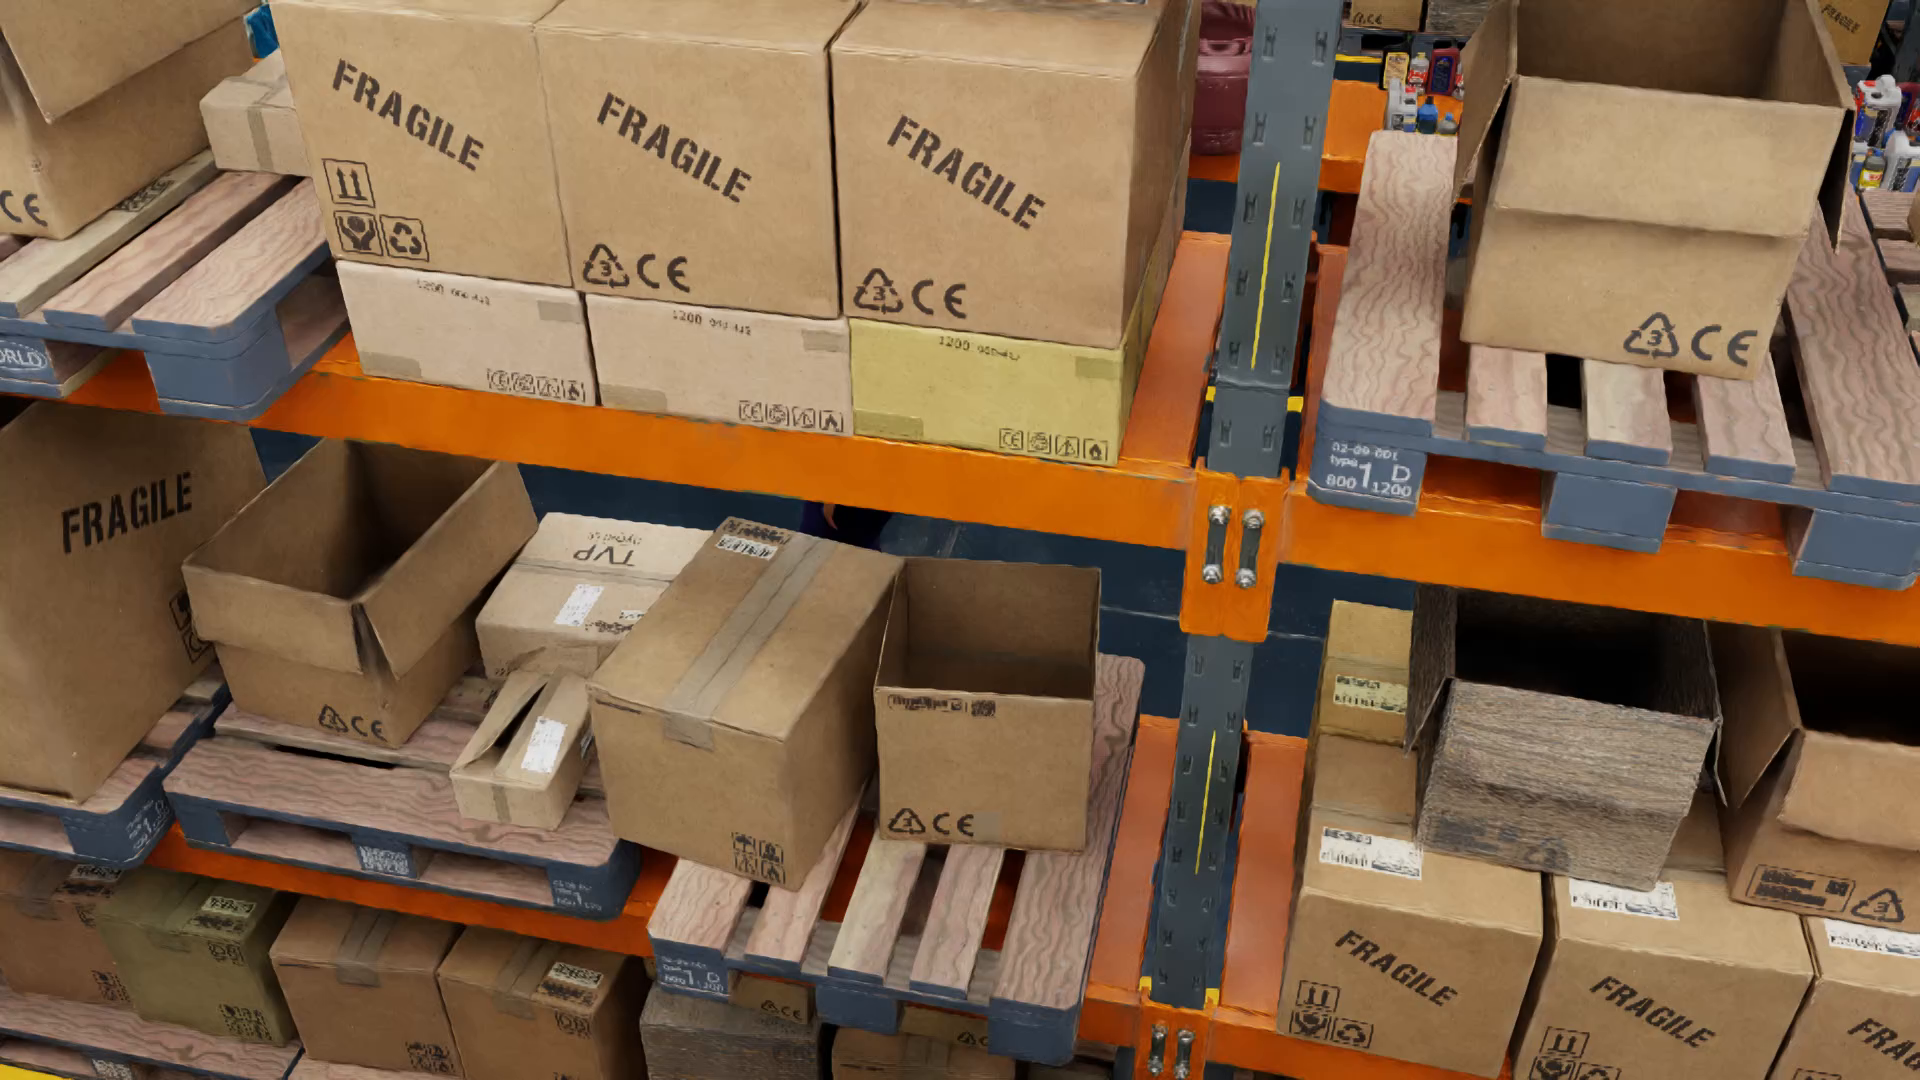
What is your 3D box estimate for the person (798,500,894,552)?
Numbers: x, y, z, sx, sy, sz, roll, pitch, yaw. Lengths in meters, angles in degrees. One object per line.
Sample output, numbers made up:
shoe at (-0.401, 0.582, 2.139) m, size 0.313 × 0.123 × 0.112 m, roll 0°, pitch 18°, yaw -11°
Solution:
person at (-0.357, -0.240, 6.464) m, size 0.621 × 1.629 × 0.511 m, roll 27°, pitch 44°, yaw 31°
